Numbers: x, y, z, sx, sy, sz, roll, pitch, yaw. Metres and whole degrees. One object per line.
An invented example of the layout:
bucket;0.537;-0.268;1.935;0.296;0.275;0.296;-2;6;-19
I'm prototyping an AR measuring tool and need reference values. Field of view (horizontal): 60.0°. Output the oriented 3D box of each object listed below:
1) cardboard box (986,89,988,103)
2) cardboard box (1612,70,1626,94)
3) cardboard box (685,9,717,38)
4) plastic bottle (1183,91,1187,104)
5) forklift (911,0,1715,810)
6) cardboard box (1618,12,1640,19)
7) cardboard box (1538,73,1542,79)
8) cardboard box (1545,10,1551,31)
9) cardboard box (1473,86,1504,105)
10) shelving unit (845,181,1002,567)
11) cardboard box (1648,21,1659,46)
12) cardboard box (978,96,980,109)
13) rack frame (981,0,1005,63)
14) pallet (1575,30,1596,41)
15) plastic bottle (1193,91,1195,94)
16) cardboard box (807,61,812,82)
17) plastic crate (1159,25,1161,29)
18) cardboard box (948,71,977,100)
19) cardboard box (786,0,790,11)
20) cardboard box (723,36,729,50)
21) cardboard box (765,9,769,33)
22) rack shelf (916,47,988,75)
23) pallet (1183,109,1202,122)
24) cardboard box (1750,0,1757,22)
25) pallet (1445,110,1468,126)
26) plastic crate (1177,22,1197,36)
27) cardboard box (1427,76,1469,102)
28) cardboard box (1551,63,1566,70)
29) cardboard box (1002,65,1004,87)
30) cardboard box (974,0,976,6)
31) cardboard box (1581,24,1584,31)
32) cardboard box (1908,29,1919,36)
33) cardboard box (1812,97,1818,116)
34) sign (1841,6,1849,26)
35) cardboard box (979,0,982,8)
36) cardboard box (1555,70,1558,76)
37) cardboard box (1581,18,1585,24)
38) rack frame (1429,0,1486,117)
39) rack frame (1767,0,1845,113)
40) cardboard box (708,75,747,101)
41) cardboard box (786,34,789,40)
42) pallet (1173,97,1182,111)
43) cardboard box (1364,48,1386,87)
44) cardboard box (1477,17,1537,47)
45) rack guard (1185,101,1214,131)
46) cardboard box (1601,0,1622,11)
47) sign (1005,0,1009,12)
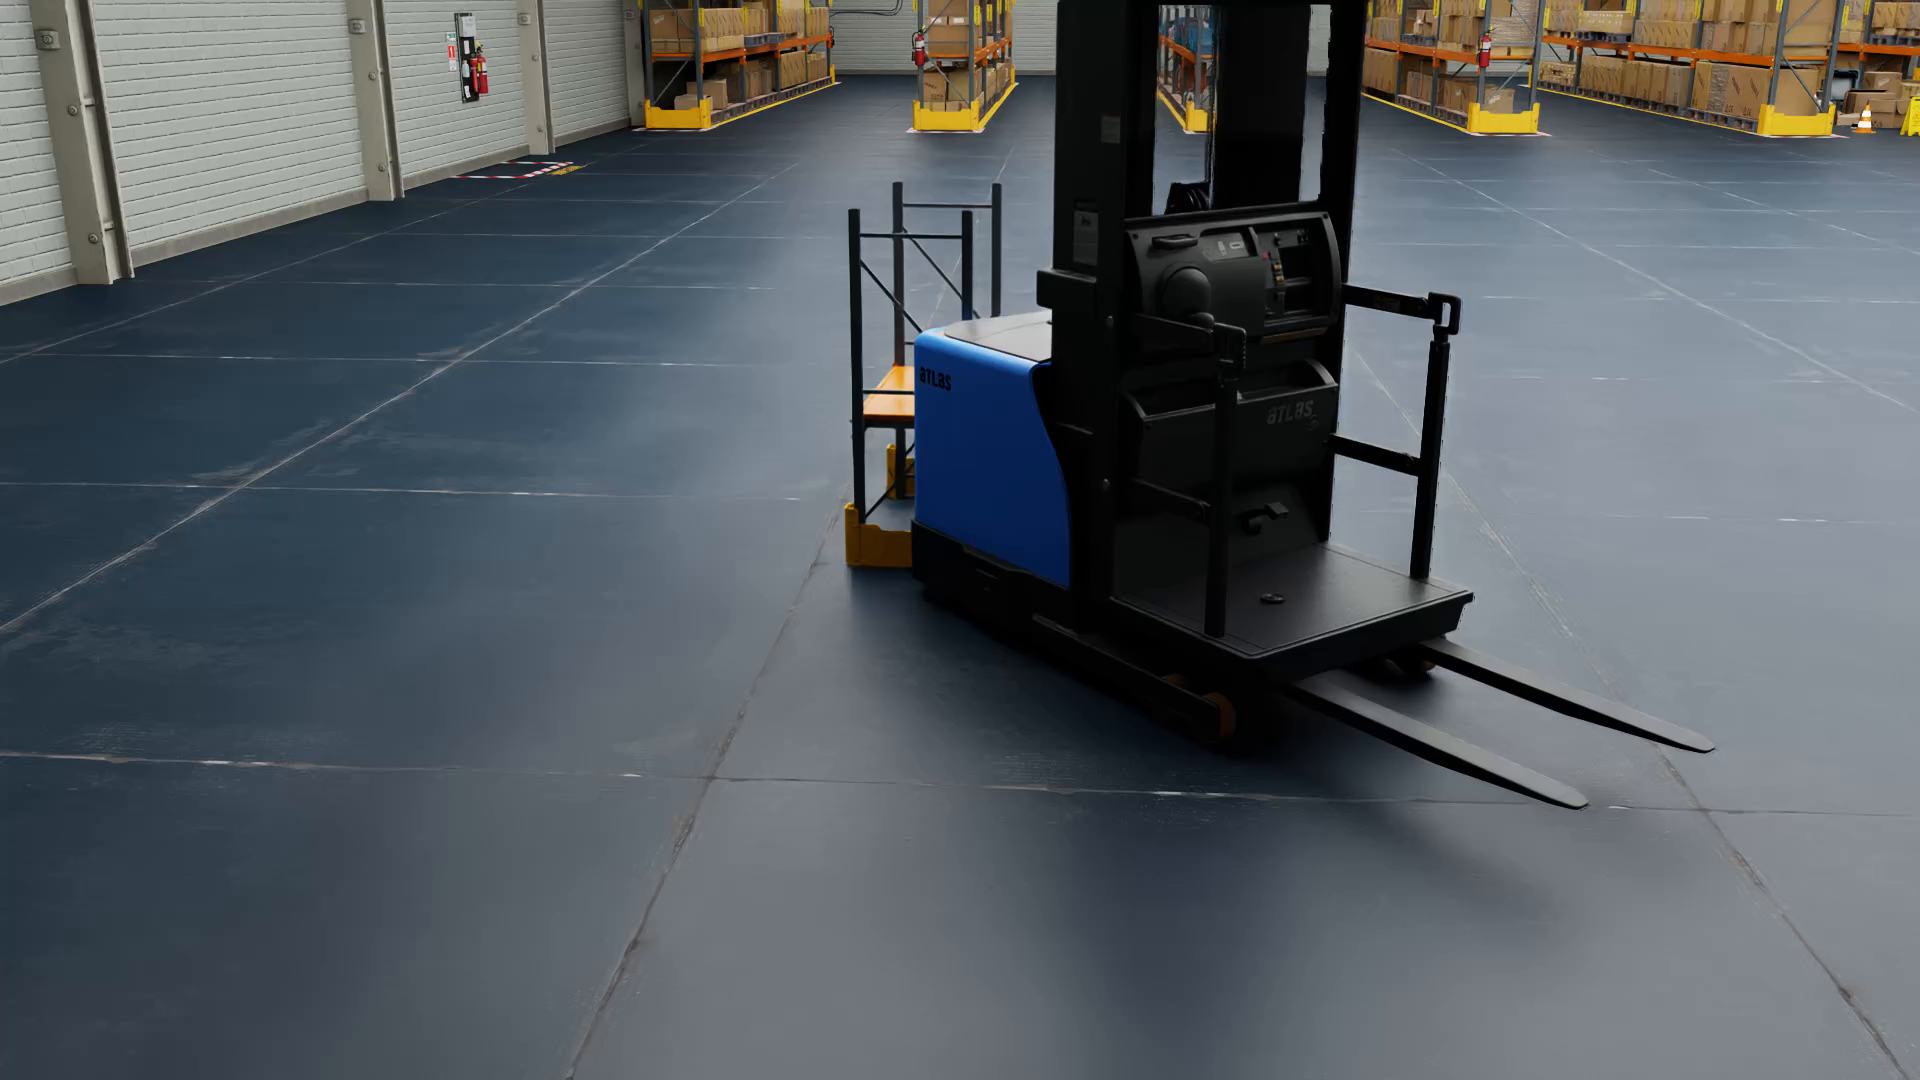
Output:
cardboard box;0.313;-9.141;34.244;0.500;0.250;0.500;1;18;3
cardboard box;14.931;-10.228;37.161;0.500;0.500;0.500;1;18;4
cardboard box;-4.811;-9.585;30.862;0.500;0.500;0.500;1;18;4
plastic bottle;4.517;-8.840;33.259;0.097;0.271;0.097;0;18;0
forklift;1.065;-0.901;5.465;1.130;2.935;3.031;-12;22;-33
cardboard box;14.722;-11.532;36.572;0.380;0.149;0.250;1;18;2
cardboard box;15.361;-12.180;43.682;0.380;0.149;0.250;2;18;5
cardboard box;15.397;-13.380;42.801;0.500;0.500;0.500;1;18;4
cardboard box;9.701;-8.056;30.530;0.500;0.500;0.500;6;19;18
shelving unit;-0.126;-0.762;7.340;0.587;1.500;1.083;2;18;7
cardboard box;14.773;-10.606;34.813;0.500;0.500;0.500;1;18;4
cardboard box;0.120;-8.406;32.002;0.500;0.250;0.500;1;18;4
rack frame;0.611;-12.613;41.099;1.000;3.000;0.127;1;18;4
pallet;15.231;-11.923;39.302;1.003;0.211;1.213;1;18;4
plastic bottle;4.650;-8.722;32.773;0.144;0.351;0.185;1;18;4
cardboard box;-4.175;-11.964;42.459;0.700;0.500;0.500;2;18;5
plastic crate;5.445;-13.419;43.730;0.416;0.233;0.300;1;18;4
cardboard box;0.045;-8.452;30.938;0.500;0.500;0.500;1;18;4
cardboard box;-4.258;-12.492;38.856;0.500;0.250;0.500;1;18;4
cardboard box;-4.735;-9.555;31.975;0.500;0.250;0.500;1;18;4
cardboard box;-4.641;-11.591;37.111;0.700;0.500;0.500;-1;18;-3
rack shelf;-0.106;-9.165;31.733;1.077;0.370;4.000;1;18;4
pallet;4.803;-8.104;31.816;1.003;0.211;1.213;1;18;4
cardboard box;14.759;-9.564;29.819;0.875;0.550;0.550;1;18;4
pallet;9.820;-7.992;31.474;1.003;0.211;1.213;1;18;4
plastic crate;4.843;-10.794;35.446;0.402;0.464;0.583;1;18;4
cardboard box;10.036;-9.265;34.190;0.700;0.500;0.500;1;18;4
cardboard box;15.267;-12.054;42.342;0.380;0.149;0.250;2;18;5
cardboard box;0.781;-11.166;39.989;0.500;0.500;0.500;2;18;5
cardboard box;-0.060;-10.342;31.924;0.700;0.500;0.500;1;18;4
cardboard box;14.930;-12.131;39.355;0.380;0.149;0.250;2;18;5
cardboard box;19.716;-10.410;34.104;0.380;0.149;0.250;2;18;6
cardboard box;15.770;-8.072;31.252;0.500;0.500;0.500;4;19;13
sign;15.124;-8.956;28.422;0.100;0.325;0.005;1;18;4
cardboard box;0.389;-13.299;41.425;0.500;0.500;0.500;1;18;4
cardboard box;15.390;-11.911;42.384;0.380;0.149;0.250;2;18;7
cardboard box;14.928;-12.278;39.326;0.380;0.149;0.250;1;18;3
rack frame;9.918;-9.906;32.838;1.000;3.000;0.127;1;18;4
rack frame;14.571;-8.522;28.613;1.000;3.000;0.127;1;18;4
cardboard box;-4.868;-9.488;34.870;0.700;0.500;0.500;2;18;6
cardboard box;-4.264;-11.944;39.428;0.380;0.149;0.250;1;18;4
pallet;5.080;-9.316;35.516;1.003;0.211;1.213;1;18;4
cardboard box;10.465;-11.381;40.078;1.225;0.875;0.875;1;18;4
cardboard box;9.698;-9.023;29.504;0.875;0.500;0.500;1;18;4
rack guard;4.649;-7.611;29.848;1.175;0.500;0.348;1;18;4
cardboard box;15.707;-13.047;40.180;0.500;0.500;0.500;2;18;5
sign;1.165;-13.152;40.884;0.100;0.325;0.005;1;18;4
